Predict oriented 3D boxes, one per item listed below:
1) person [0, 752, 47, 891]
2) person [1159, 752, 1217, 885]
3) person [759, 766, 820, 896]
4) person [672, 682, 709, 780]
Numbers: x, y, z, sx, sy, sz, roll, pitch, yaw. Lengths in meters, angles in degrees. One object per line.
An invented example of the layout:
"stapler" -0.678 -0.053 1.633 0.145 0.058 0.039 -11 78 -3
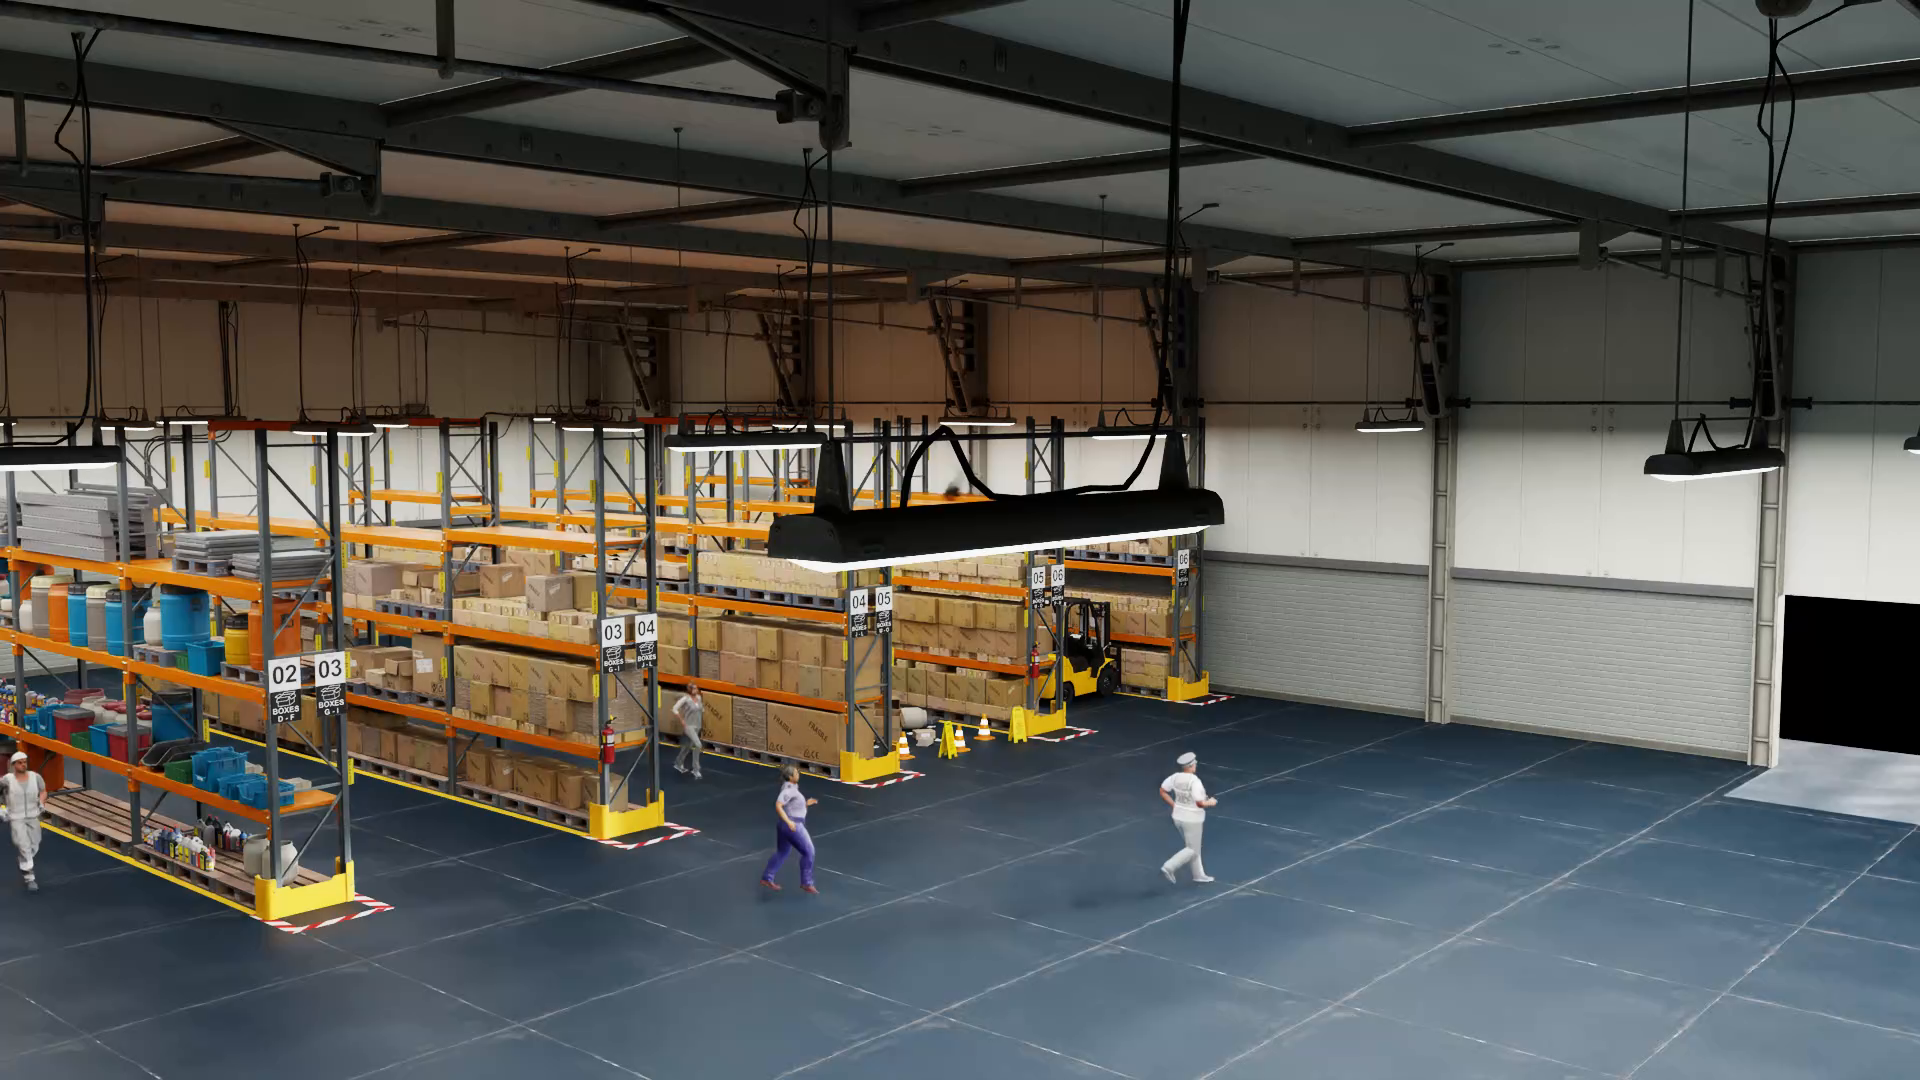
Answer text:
"person" -12.254 3.640 21.703 0.803 1.777 0.663 4 6 41
"person" 2.959 3.644 21.623 0.954 1.779 0.664 -3 6 -32
"person" -2.191 3.745 21.331 0.771 1.697 0.581 -2 5 -21
"person" -4.535 3.210 28.084 0.721 1.650 0.509 3 6 31
